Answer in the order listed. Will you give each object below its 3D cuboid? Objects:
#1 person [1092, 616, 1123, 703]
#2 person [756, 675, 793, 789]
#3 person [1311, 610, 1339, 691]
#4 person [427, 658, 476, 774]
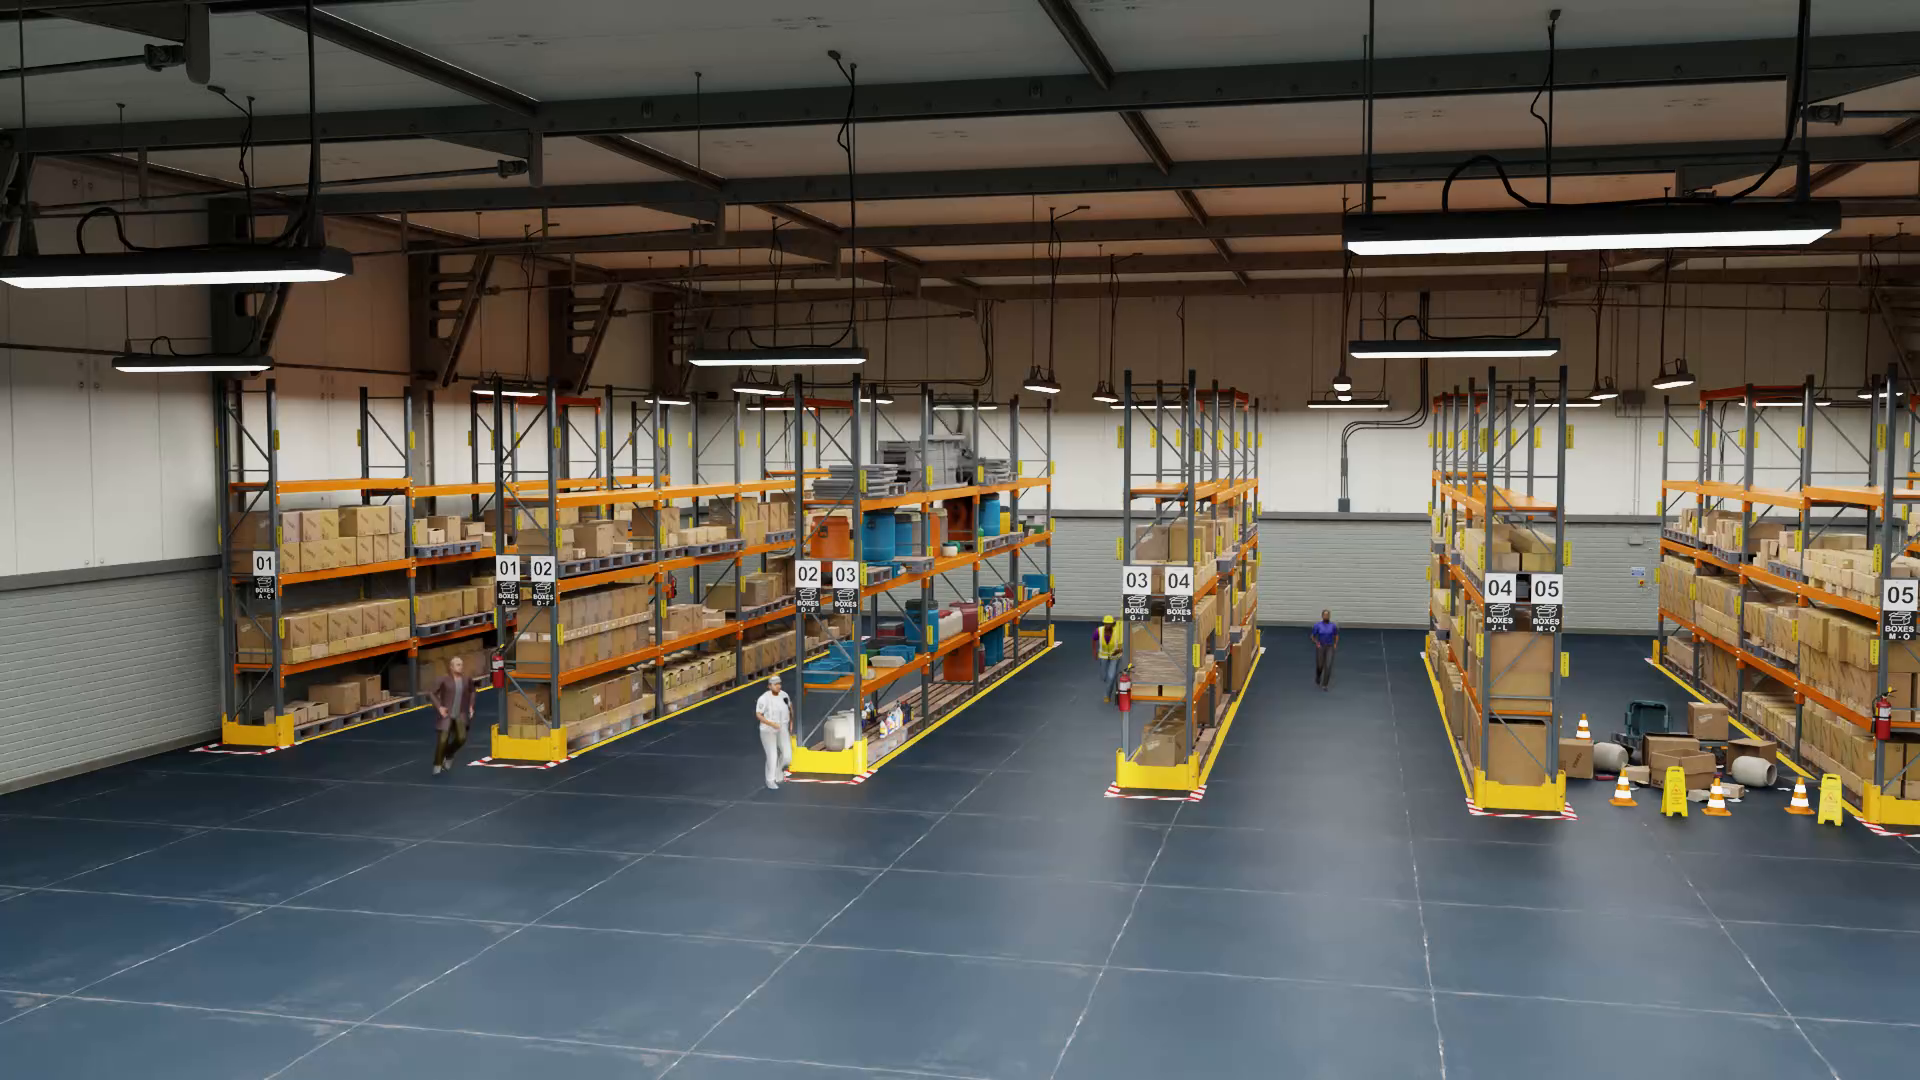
[{"bbox_3d":[2.857,2.270,31.794,0.693,1.689,0.776,1,3,10],"label":"person"},{"bbox_3d":[-2.627,2.758,23.922,0.631,1.631,0.561,-2,4,-31],"label":"person"},{"bbox_3d":[7.320,2.198,33.325,0.563,1.609,0.588,0,3,4],"label":"person"},{"bbox_3d":[-7.617,2.640,25.069,0.773,1.719,0.576,-2,4,-34],"label":"person"}]
